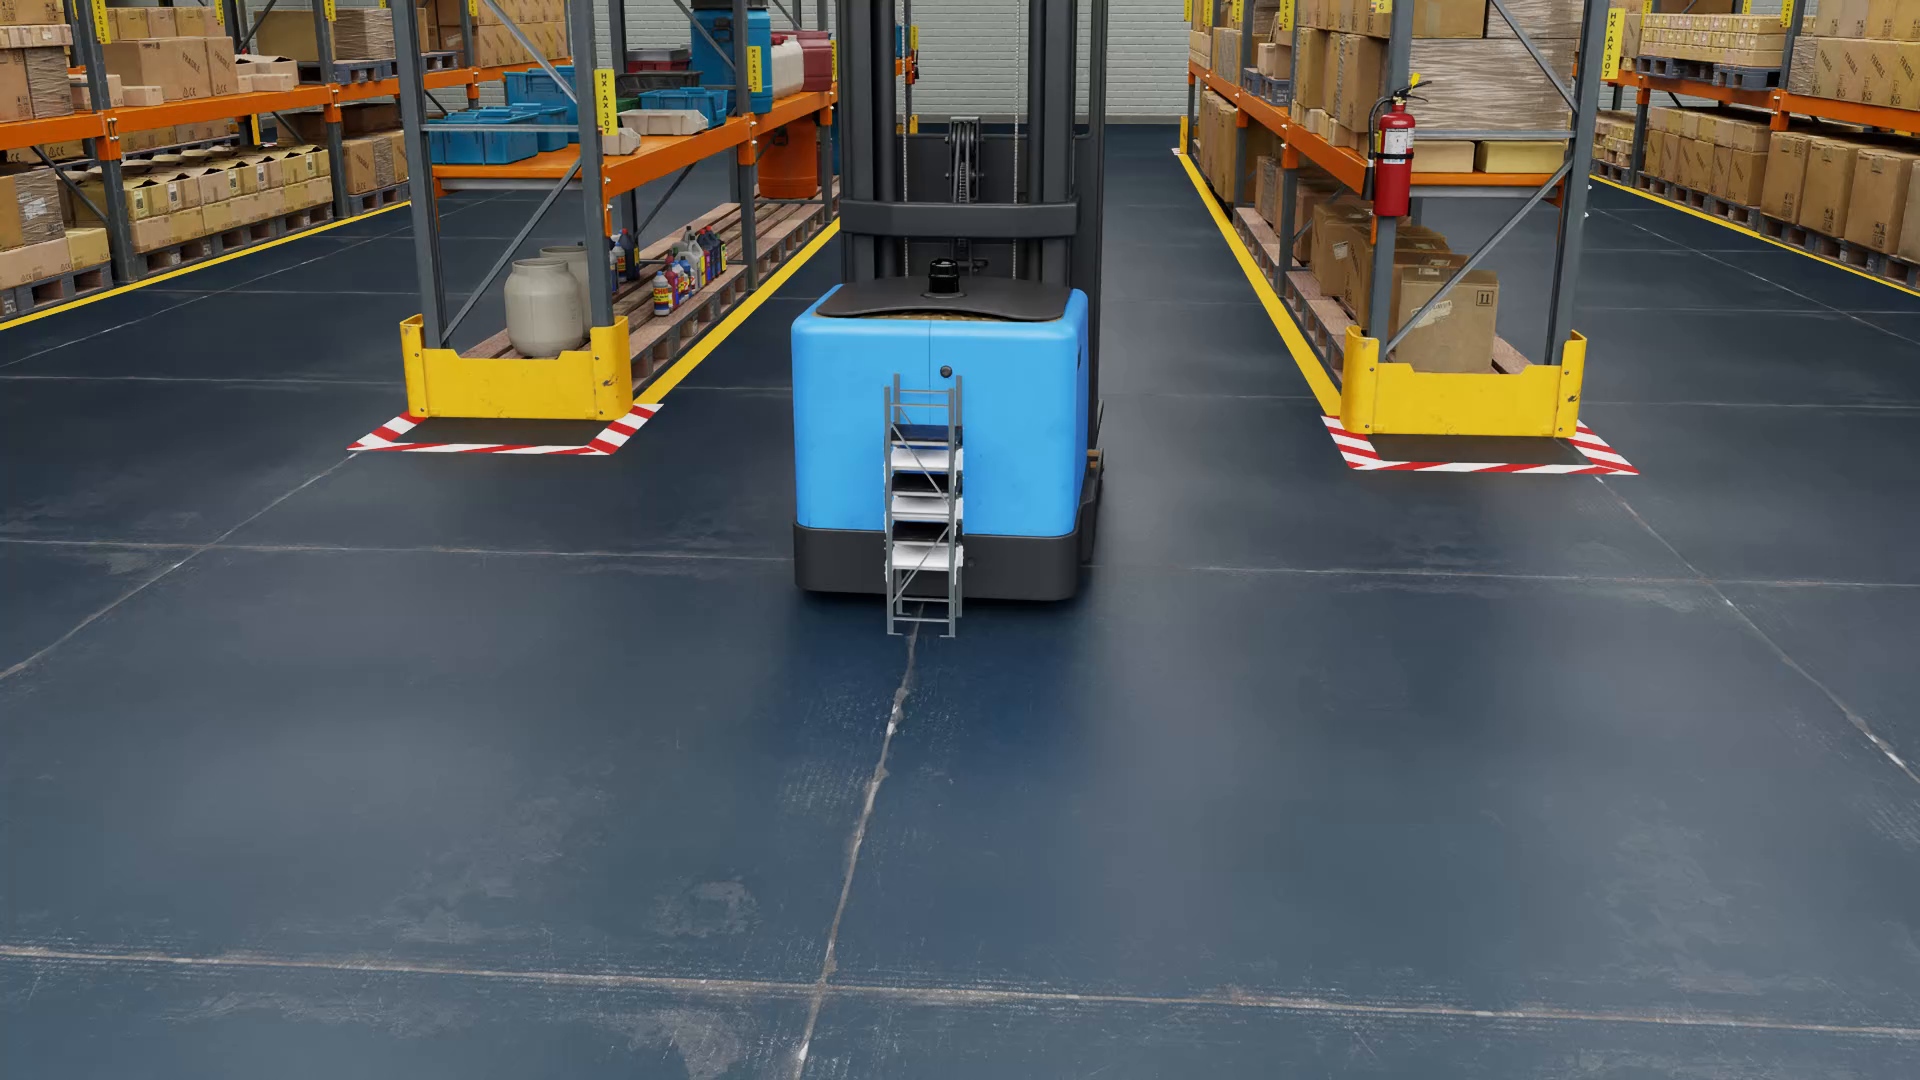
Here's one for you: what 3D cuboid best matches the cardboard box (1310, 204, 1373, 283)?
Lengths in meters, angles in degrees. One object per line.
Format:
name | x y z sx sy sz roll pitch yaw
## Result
cardboard box | 2.813 -2.124 11.928 0.500 0.500 0.500 1 18 2

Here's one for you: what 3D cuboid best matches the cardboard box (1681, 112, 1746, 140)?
cardboard box | 8.002 -4.399 17.666 0.500 0.250 0.500 2 18 6

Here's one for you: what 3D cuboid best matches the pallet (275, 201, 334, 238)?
pallet | -6.810 -3.120 16.107 1.003 0.211 1.213 1 18 4

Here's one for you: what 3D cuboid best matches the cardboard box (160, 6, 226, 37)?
cardboard box | -11.106 -7.278 23.836 0.980 0.700 0.700 2 18 6

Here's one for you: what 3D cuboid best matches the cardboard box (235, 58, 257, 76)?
cardboard box | -6.969 -4.384 15.629 0.500 0.311 0.500 1 18 3

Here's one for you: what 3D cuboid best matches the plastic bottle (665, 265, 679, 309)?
plastic bottle | -1.870 -1.648 10.791 0.061 0.283 0.133 2 18 5

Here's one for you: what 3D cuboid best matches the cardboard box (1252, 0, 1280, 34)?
cardboard box | 3.237 -5.229 16.292 0.797 0.503 0.637 2 18 6

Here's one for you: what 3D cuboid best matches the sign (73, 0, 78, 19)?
sign | -10.824 -6.555 20.380 0.100 0.325 0.005 1 18 4

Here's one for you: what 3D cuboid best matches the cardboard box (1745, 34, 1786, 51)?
cardboard box | 7.690 -4.721 15.765 0.380 0.149 0.250 2 18 5

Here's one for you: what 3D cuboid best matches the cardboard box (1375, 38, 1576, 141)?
cardboard box | 2.662 -2.352 8.646 0.875 0.500 0.500 1 18 4

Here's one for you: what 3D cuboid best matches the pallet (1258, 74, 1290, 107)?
pallet | 3.068 -3.771 13.922 1.003 0.211 1.213 1 18 4

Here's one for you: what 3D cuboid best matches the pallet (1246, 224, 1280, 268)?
pallet | 3.021 -2.532 14.312 1.003 0.211 1.213 1 18 4

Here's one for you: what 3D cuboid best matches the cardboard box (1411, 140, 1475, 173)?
cardboard box | 2.410 -1.967 8.512 0.380 0.149 0.250 1 18 4

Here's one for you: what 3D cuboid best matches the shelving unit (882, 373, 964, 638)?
shelving unit | -0.125 -0.119 5.841 0.258 0.900 0.210 2 18 7

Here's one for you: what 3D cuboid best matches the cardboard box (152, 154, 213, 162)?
cardboard box | -7.110 -3.382 15.267 0.500 0.311 0.500 1 18 2

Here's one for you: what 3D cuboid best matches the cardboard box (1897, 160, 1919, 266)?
cardboard box | 7.777 -2.419 12.426 1.050 0.750 0.750 1 18 4

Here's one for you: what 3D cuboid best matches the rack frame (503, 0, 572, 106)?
rack frame | -6.138 -7.185 24.033 1.000 3.000 0.127 1 18 4

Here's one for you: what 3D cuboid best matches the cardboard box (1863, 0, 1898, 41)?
cardboard box | 7.997 -4.403 13.776 0.700 0.500 0.500 1 18 3

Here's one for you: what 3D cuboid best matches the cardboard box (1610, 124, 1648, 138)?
cardboard box | 8.151 -4.980 20.251 0.380 0.149 0.250 1 18 3

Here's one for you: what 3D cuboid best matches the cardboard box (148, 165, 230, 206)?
cardboard box | -6.644 -3.056 14.274 0.500 0.311 0.500 1 18 2

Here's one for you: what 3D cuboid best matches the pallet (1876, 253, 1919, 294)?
pallet | 7.802 -2.010 12.717 1.003 0.211 1.213 1 18 4

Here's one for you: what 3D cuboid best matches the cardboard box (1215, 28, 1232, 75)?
cardboard box | 3.138 -5.474 18.652 0.500 0.500 0.500 1 18 4

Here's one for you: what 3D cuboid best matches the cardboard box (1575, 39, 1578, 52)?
cardboard box | 8.361 -6.709 21.943 0.500 0.500 0.500 1 18 4

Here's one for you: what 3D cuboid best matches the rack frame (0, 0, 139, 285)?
rack frame | -6.999 -3.458 12.659 1.000 3.000 0.127 1 18 4

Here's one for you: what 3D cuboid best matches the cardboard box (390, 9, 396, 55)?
cardboard box | -6.490 -5.639 18.482 0.700 0.500 0.500 -3 18 -10

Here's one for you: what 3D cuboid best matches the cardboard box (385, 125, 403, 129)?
cardboard box | -6.255 -4.495 19.132 0.500 0.500 0.500 2 18 5

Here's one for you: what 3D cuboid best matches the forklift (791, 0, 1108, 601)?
forklift | 0.077 -1.588 7.061 1.130 2.935 3.031 2 18 7

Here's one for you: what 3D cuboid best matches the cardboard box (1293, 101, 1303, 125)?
cardboard box | 2.536 -2.979 11.600 0.380 0.149 0.250 1 18 4

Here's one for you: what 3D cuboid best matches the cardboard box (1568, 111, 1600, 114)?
cardboard box | 8.406 -5.704 22.464 0.380 0.149 0.250 2 18 5

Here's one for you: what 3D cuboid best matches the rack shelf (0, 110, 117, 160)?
rack shelf | -7.142 -2.495 10.875 1.077 0.370 4.000 1 18 4

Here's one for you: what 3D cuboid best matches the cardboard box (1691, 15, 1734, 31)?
cardboard box | 7.801 -5.343 17.187 0.380 0.149 0.250 2 18 6

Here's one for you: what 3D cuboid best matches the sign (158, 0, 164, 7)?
sign | -11.633 -7.758 24.263 0.100 0.325 0.005 1 18 4

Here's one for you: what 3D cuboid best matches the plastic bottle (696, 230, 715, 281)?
plastic bottle | -1.831 -2.030 11.850 0.144 0.351 0.185 0 18 1

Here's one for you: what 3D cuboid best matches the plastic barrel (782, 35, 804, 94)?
plastic barrel | -1.632 -4.317 15.102 0.421 0.512 0.421 0 18 0

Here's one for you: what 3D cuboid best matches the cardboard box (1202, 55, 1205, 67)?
cardboard box | 3.206 -5.942 20.644 0.380 0.149 0.250 2 18 5

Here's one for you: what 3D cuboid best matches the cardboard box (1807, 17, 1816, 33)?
cardboard box | 8.352 -4.921 15.899 0.380 0.149 0.250 1 18 2

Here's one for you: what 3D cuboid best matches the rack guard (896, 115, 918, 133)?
rack guard | -1.209 -5.893 24.105 1.175 0.500 0.348 1 18 4

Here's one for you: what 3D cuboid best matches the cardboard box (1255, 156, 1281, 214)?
cardboard box | 3.141 -3.291 15.456 0.700 0.500 0.500 0 18 1

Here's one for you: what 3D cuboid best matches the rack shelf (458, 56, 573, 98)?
rack shelf | -6.282 -6.222 22.249 1.077 0.370 4.000 1 18 4

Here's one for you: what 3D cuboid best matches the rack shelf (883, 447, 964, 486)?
rack shelf | -0.125 -0.259 5.796 0.258 0.077 0.200 2 18 7

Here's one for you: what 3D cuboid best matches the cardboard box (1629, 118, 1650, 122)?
cardboard box | 8.764 -5.293 21.207 0.380 0.149 0.250 1 18 4

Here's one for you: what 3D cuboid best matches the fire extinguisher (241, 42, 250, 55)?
fire extinguisher | -10.608 -7.117 24.548 0.296 0.674 0.183 1 18 4

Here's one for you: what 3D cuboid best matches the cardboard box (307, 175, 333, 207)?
cardboard box | -6.506 -3.424 16.297 0.500 0.250 0.500 2 18 5

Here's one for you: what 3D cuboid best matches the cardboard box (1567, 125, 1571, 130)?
cardboard box | 8.257 -5.411 22.044 0.380 0.149 0.250 2 18 6

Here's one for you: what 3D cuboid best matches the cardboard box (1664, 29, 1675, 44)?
cardboard box | 7.856 -5.446 17.978 0.380 0.149 0.250 1 18 2

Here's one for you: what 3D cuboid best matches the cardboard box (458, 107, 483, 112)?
cardboard box | -6.296 -5.549 22.343 0.797 0.503 0.637 1 18 4

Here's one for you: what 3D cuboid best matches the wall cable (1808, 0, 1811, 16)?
wall cable | 14.008 -8.991 27.862 0.585 1.953 0.123 1 18 4

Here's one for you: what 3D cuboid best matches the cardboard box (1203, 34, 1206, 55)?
cardboard box | 3.260 -6.094 20.467 0.500 0.250 0.500 2 18 6

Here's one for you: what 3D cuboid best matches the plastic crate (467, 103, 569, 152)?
plastic crate | -2.555 -2.397 9.659 0.499 0.251 0.408 1 18 4

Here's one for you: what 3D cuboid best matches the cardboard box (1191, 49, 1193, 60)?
cardboard box | 3.371 -6.661 22.836 0.380 0.149 0.250 1 18 3

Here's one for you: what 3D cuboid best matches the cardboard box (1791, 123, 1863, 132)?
cardboard box | 8.400 -3.913 16.182 0.500 0.250 0.500 0 18 1

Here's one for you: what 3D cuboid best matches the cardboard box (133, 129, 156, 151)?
cardboard box | -11.171 -5.450 22.077 0.700 0.500 0.500 1 18 3

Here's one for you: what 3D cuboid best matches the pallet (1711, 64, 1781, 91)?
pallet | 8.053 -4.468 16.051 1.213 0.211 1.003 1 18 4

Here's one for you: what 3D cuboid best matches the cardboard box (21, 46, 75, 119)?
cardboard box | -7.024 -3.367 12.222 0.700 0.500 0.500 1 18 2

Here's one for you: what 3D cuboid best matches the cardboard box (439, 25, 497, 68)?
cardboard box | -6.117 -6.142 20.690 0.500 0.500 0.500 2 18 5

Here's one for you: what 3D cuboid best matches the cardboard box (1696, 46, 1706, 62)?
cardboard box | 7.783 -4.978 17.026 0.380 0.149 0.250 2 18 6
